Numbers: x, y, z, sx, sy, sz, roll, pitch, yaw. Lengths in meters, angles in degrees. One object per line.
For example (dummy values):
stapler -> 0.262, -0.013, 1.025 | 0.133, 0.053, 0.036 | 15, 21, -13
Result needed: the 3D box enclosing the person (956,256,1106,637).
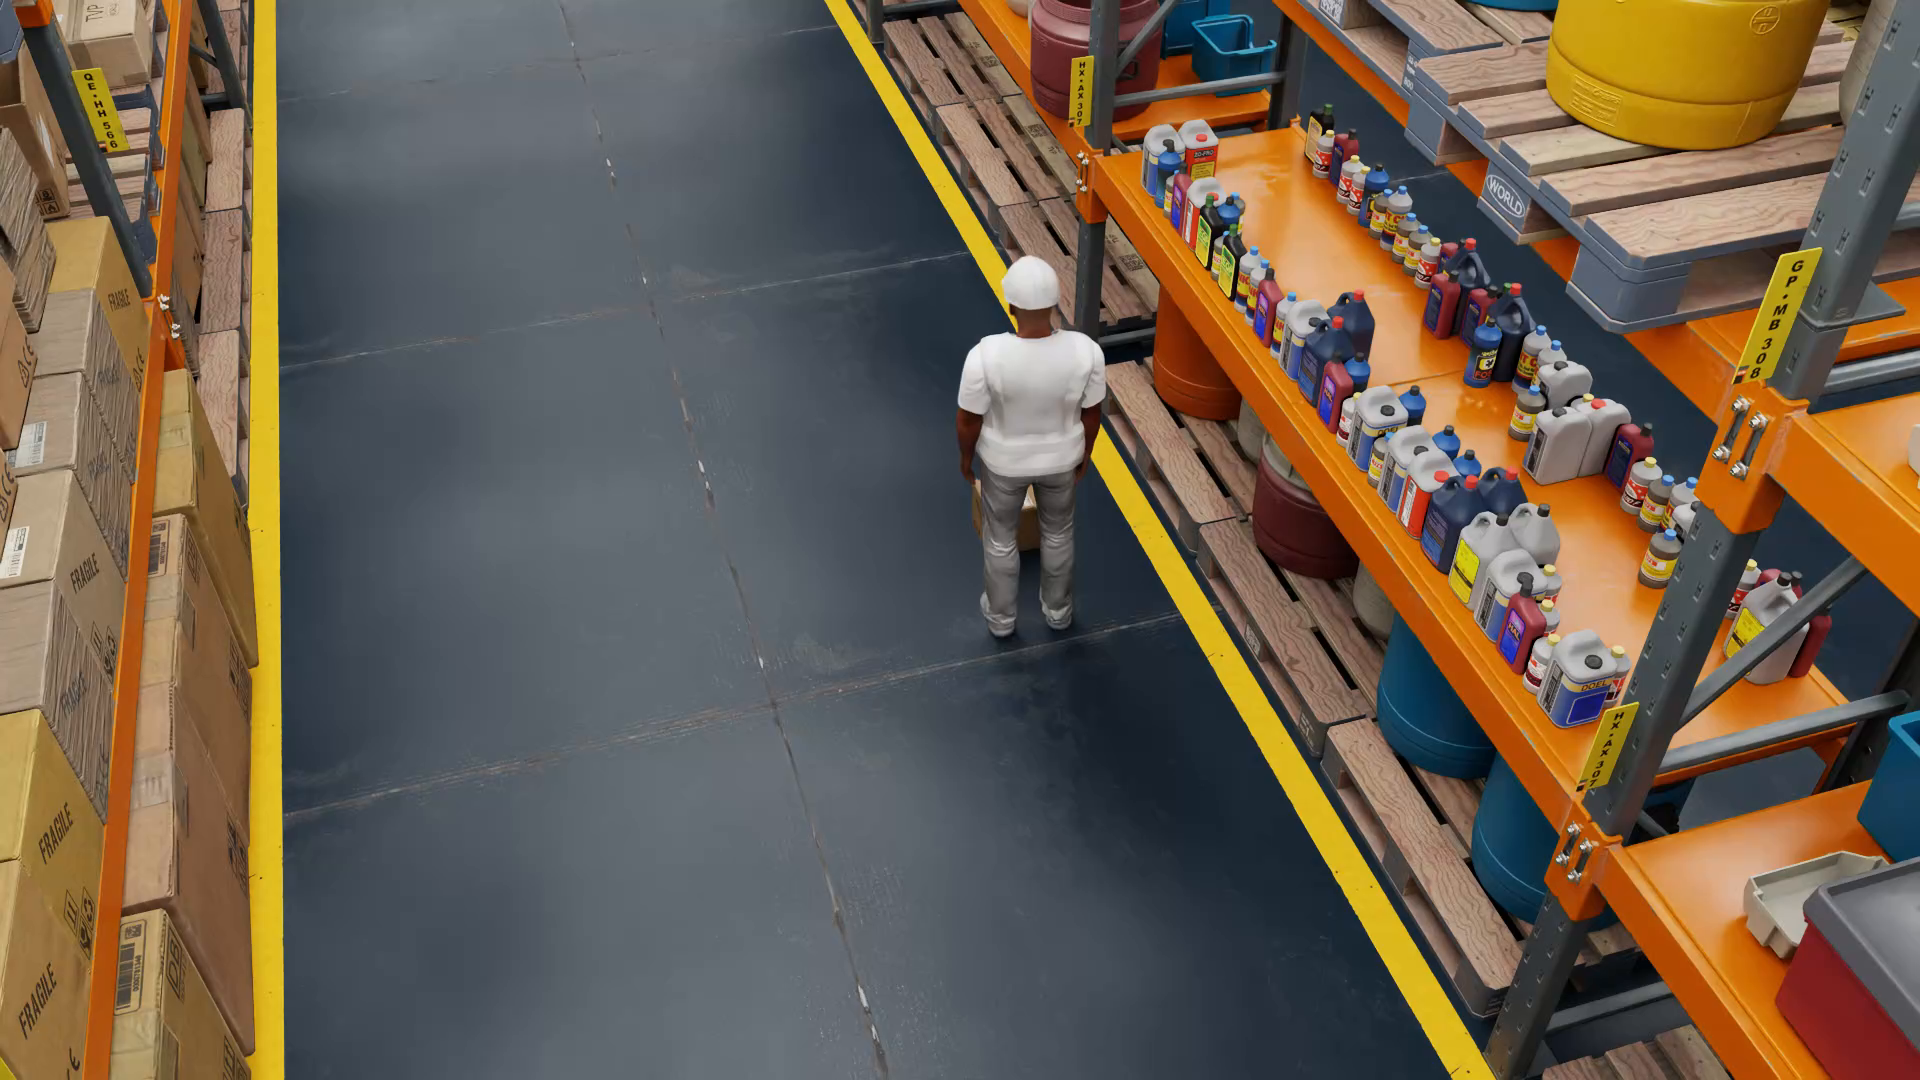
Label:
person -> 0.265, -0.336, 6.528 | 0.565, 1.778, 0.361 | -4, 42, -5
